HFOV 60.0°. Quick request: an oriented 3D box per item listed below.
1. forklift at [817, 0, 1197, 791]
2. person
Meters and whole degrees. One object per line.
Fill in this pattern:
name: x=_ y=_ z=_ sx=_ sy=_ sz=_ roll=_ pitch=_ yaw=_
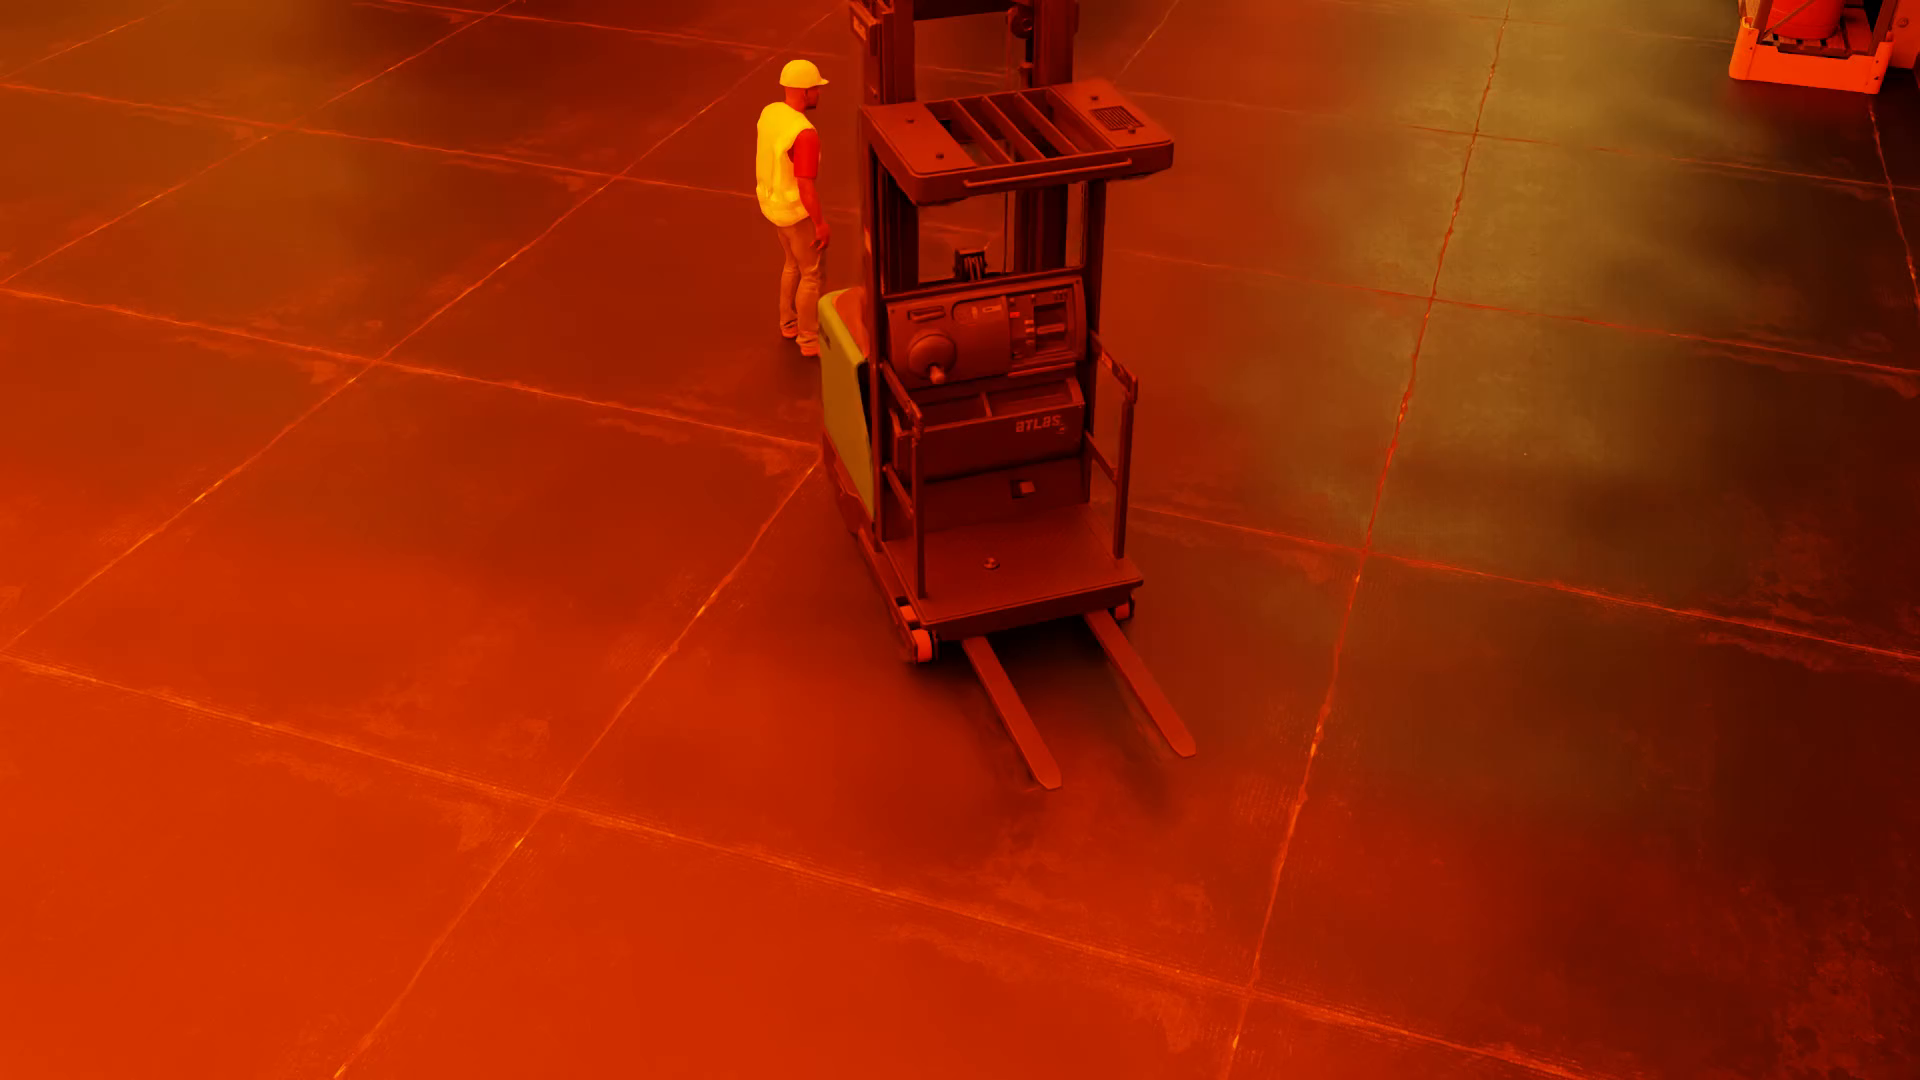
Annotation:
forklift: x=0.198 y=-0.881 z=7.353 sx=1.130 sy=2.935 sz=3.031 roll=-11 pitch=37 yaw=-15
person: x=-0.956 y=-1.980 z=9.919 sx=0.460 sy=1.759 sz=0.629 roll=-17 pitch=39 yaw=-23
